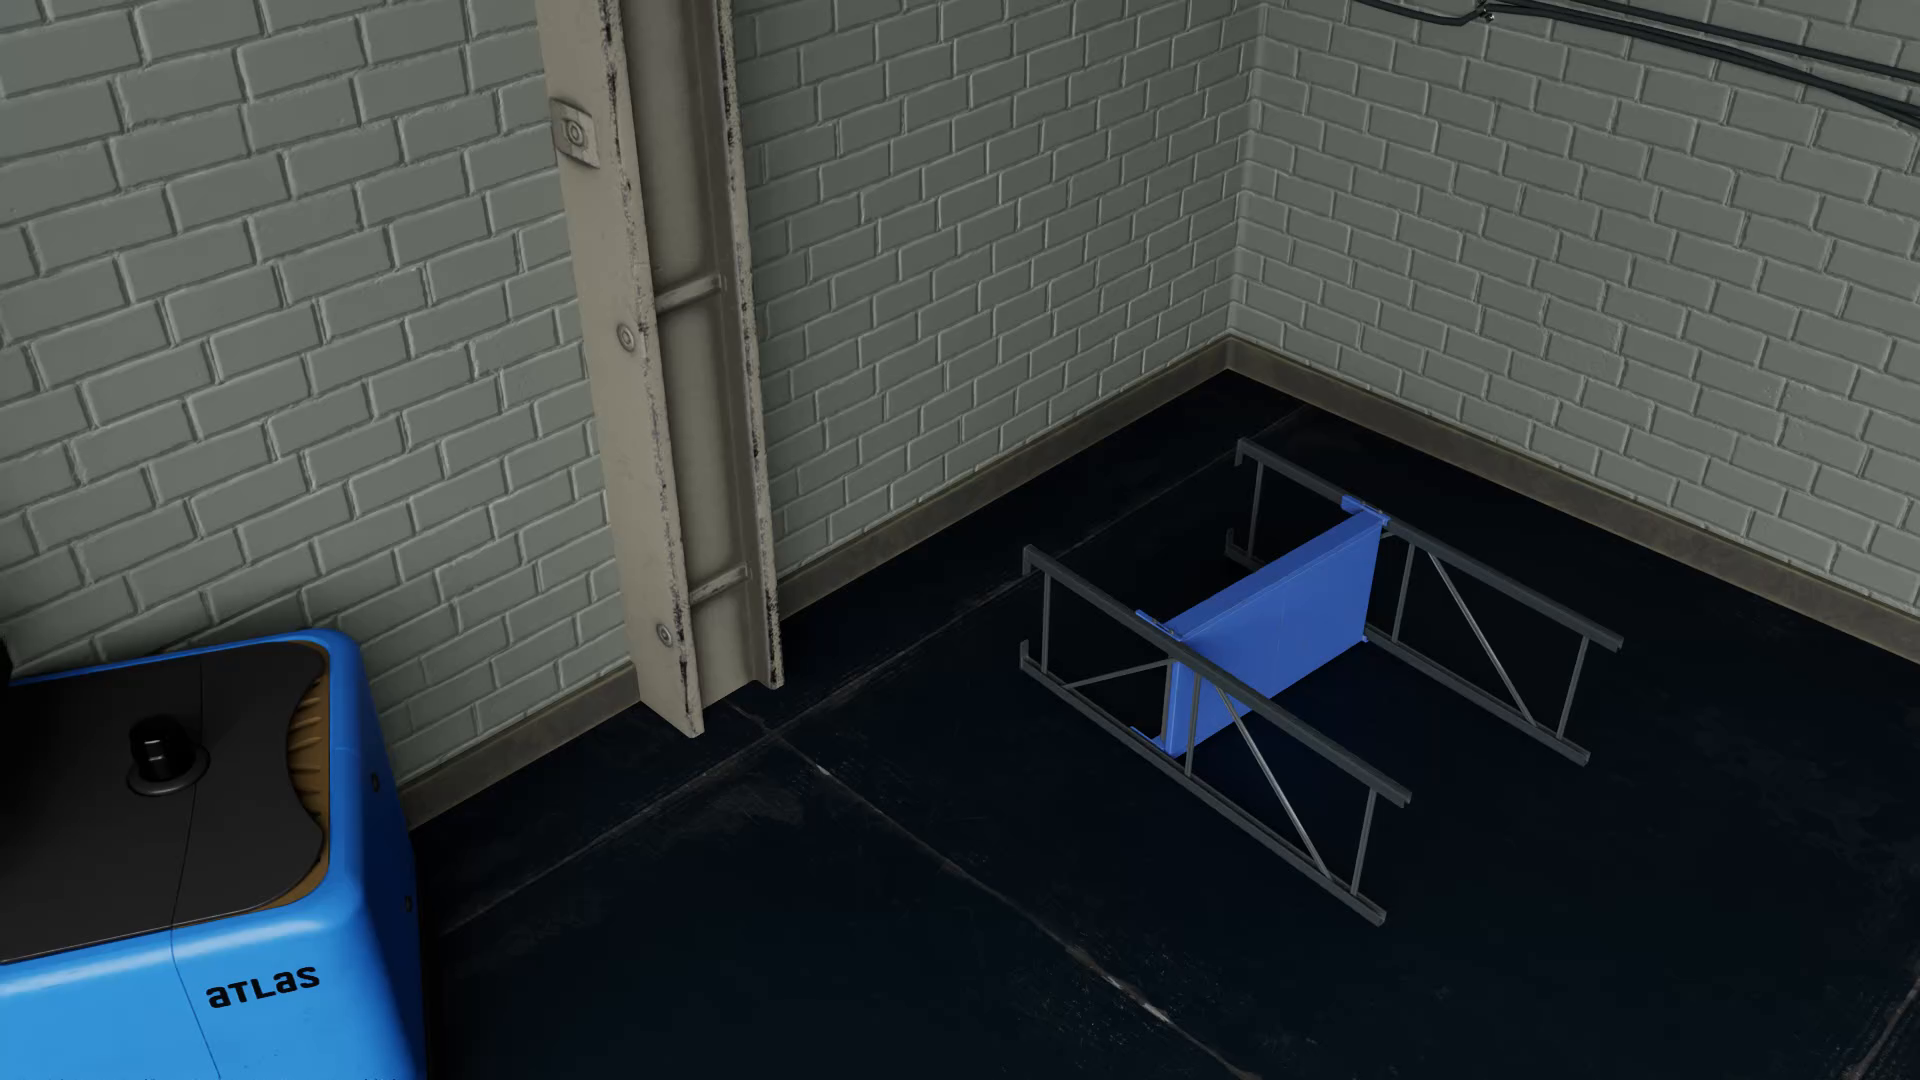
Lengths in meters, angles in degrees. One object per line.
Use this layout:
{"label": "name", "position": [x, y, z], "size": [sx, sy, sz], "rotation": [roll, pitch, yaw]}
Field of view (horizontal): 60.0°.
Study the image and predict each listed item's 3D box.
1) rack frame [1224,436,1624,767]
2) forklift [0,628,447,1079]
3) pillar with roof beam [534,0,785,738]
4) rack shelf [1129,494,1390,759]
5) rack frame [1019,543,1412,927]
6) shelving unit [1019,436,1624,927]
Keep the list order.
{"label": "rack frame", "position": [1.473, 0.172, 5.533], "size": [0.032, 0.500, 1.500], "rotation": [-26, 42, -32]}
{"label": "forklift", "position": [-2.780, 0.391, 3.127], "size": [3.031, 2.935, 1.130], "rotation": [-10, 36, -14]}
{"label": "pillar with roof beam", "position": [2.224, -1.460, 0.477], "size": [9.100, 9.000, 0.400], "rotation": [30, 45, 35]}
{"label": "rack shelf", "position": [0.969, 0.281, 5.376], "size": [1.000, 0.538, 0.185], "rotation": [-26, 42, -32]}
{"label": "rack frame", "position": [0.697, 0.548, 4.994], "size": [0.032, 0.500, 1.500], "rotation": [-26, 42, -32]}
{"label": "shelving unit", "position": [1.085, 0.360, 5.263], "size": [1.048, 0.538, 1.500], "rotation": [-26, 42, -32]}
